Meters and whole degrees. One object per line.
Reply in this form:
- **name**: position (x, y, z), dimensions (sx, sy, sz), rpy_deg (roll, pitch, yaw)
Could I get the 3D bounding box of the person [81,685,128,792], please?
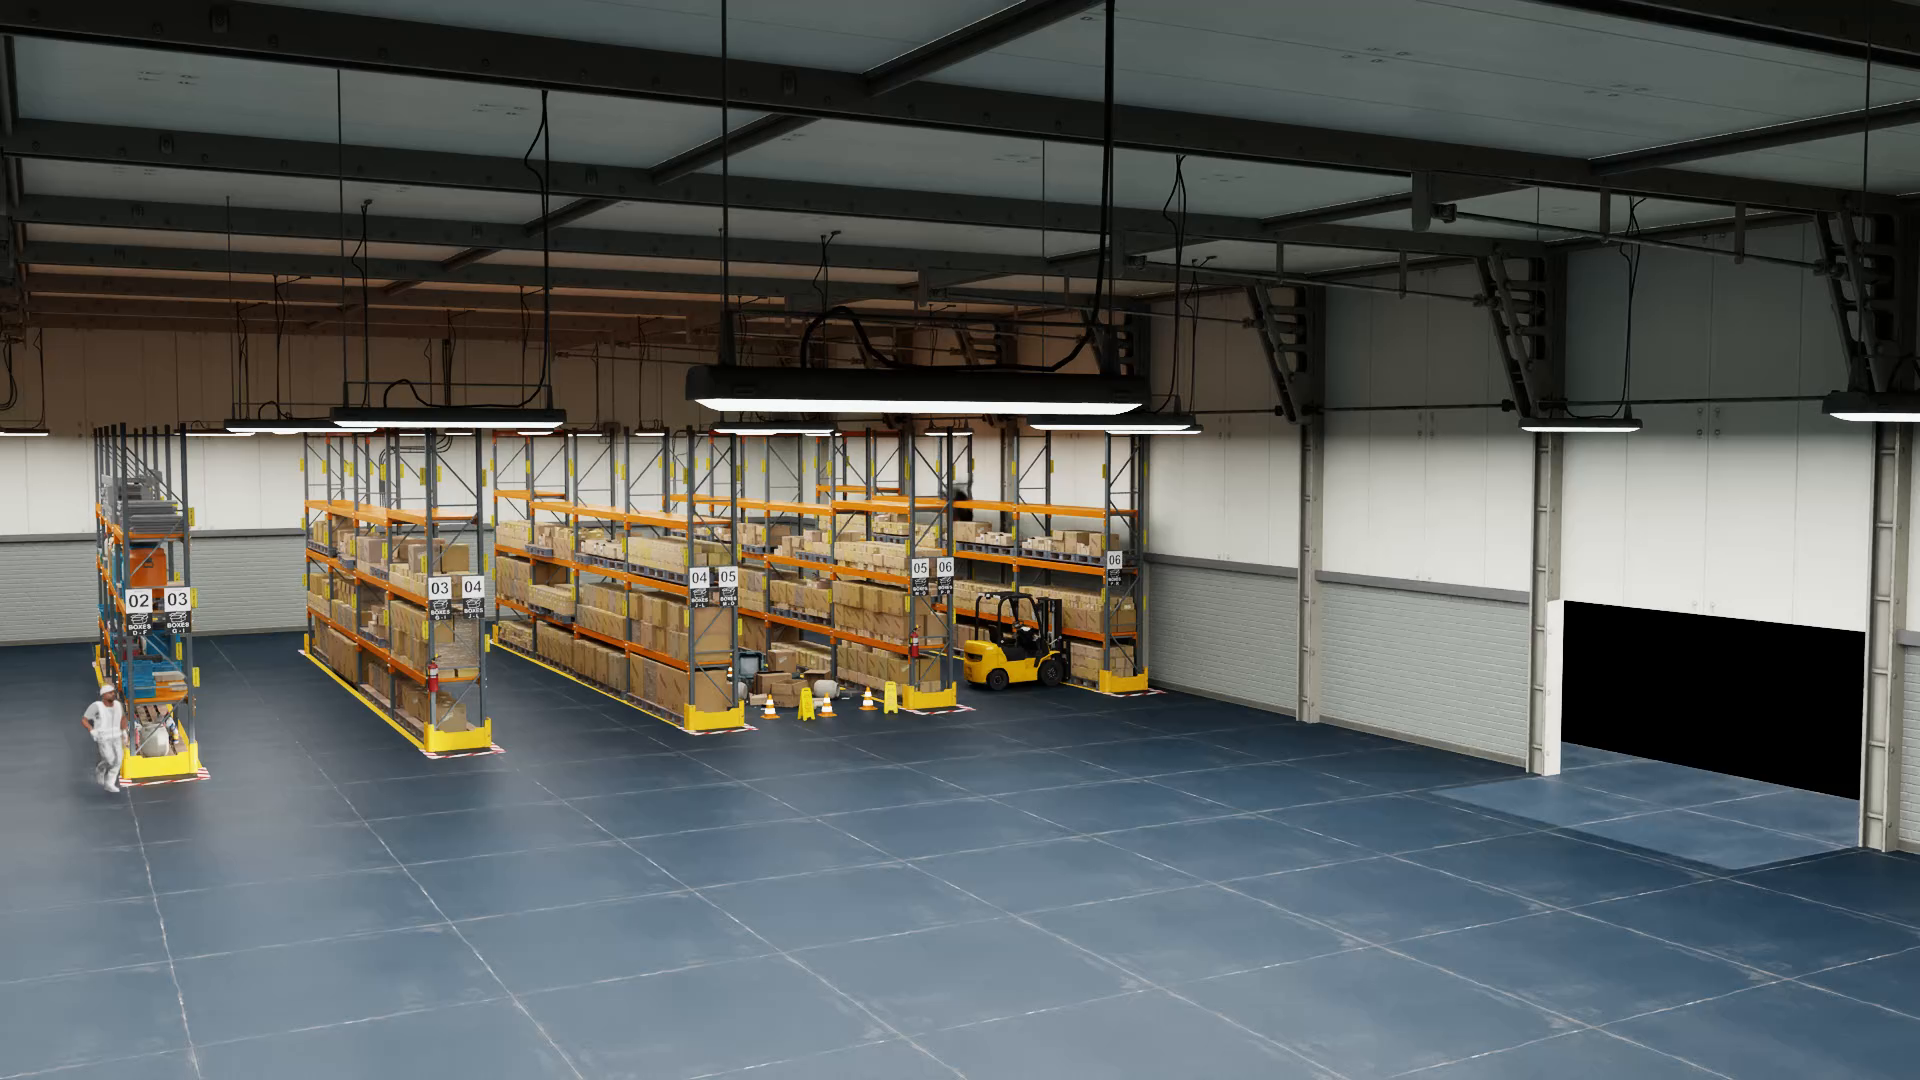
- **person**: position (-13.842, 3.223, 27.032), dimensions (0.540, 1.744, 0.715), rpy_deg (2, 4, 32)
